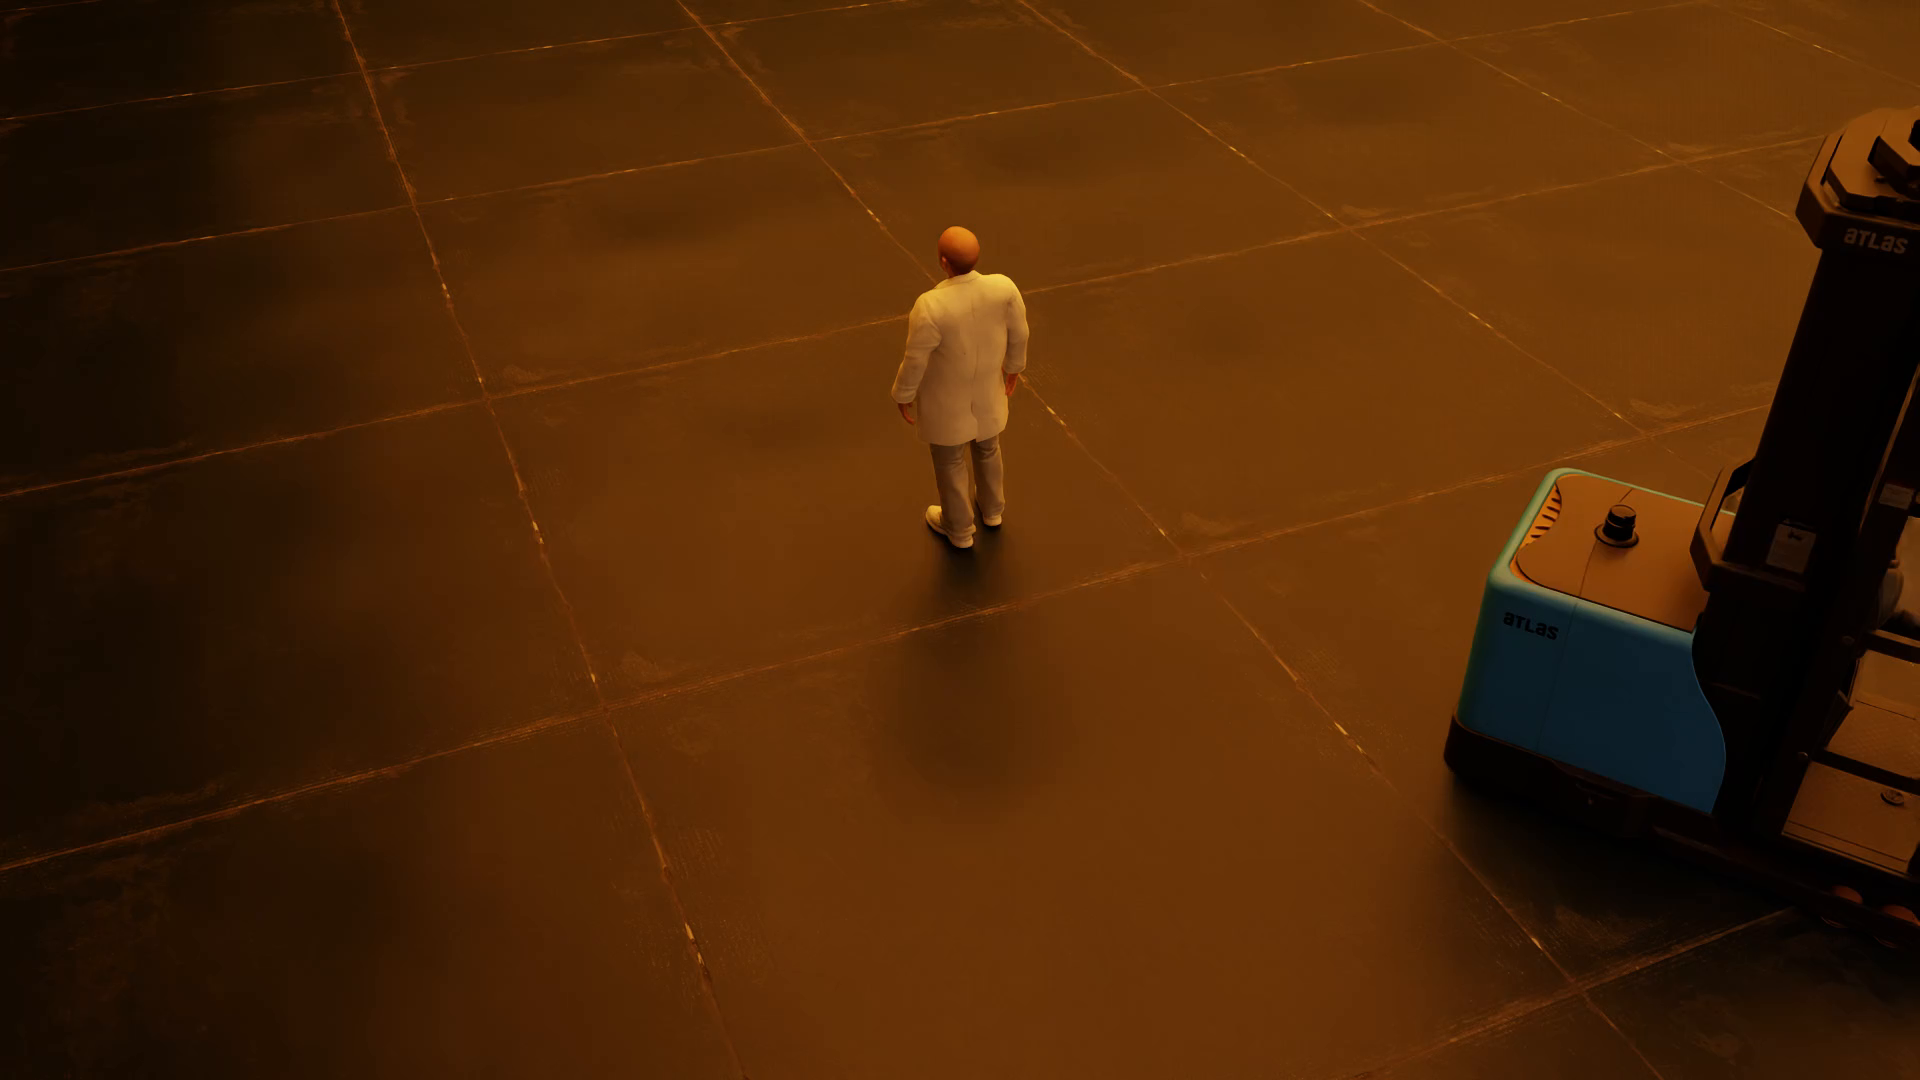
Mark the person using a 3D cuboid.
[{"bbox_3d":[-0.032,-0.780,8.178,0.696,1.777,0.578,-14,38,-19],"label":"person"}]

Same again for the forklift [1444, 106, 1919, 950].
[{"bbox_3d":[3.617,0.025,6.064,3.031,2.935,1.130,19,40,25],"label":"forklift"}]
